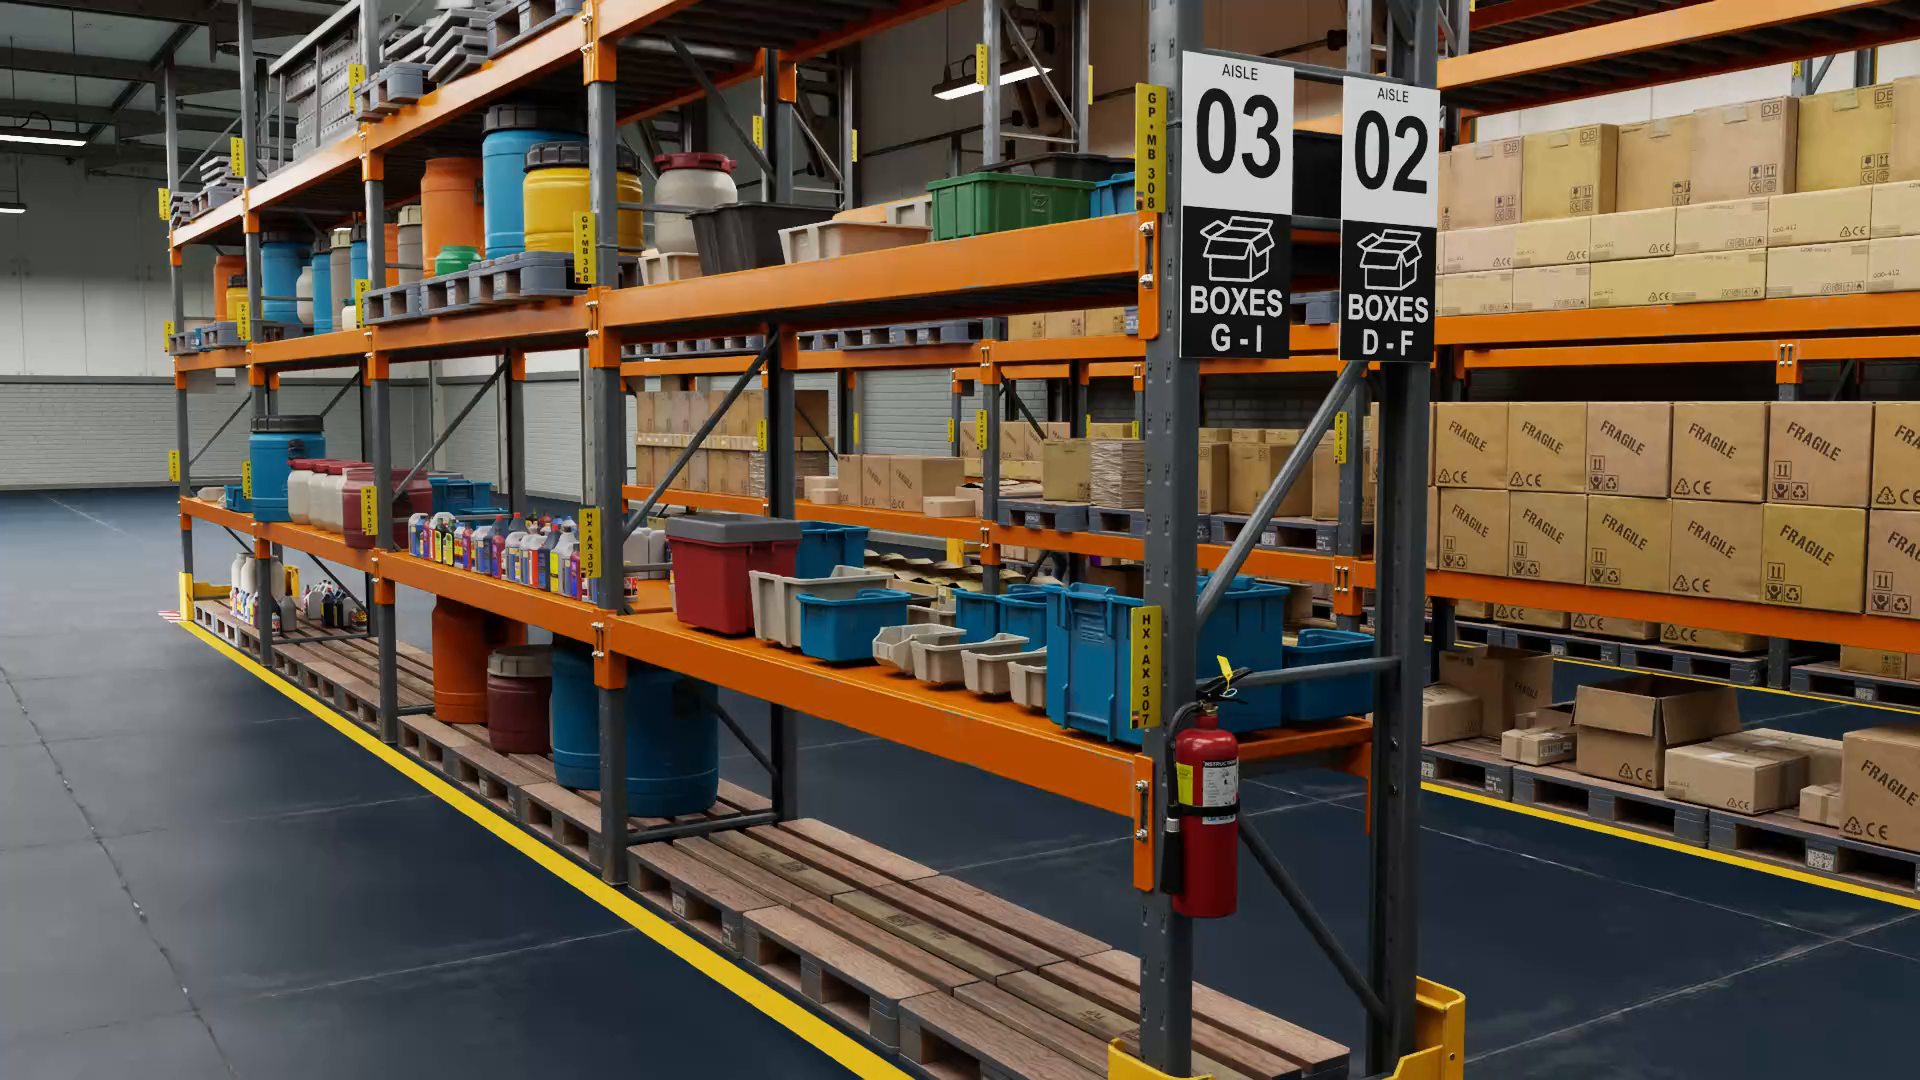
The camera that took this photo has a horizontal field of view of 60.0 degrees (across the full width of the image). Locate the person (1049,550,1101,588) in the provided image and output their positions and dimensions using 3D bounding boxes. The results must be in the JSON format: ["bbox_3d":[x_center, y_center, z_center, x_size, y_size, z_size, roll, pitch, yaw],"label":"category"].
[{"bbox_3d":[1.327,0.233,19.006,0.979,1.030,0.492,-3,6,-36],"label":"person"}]
